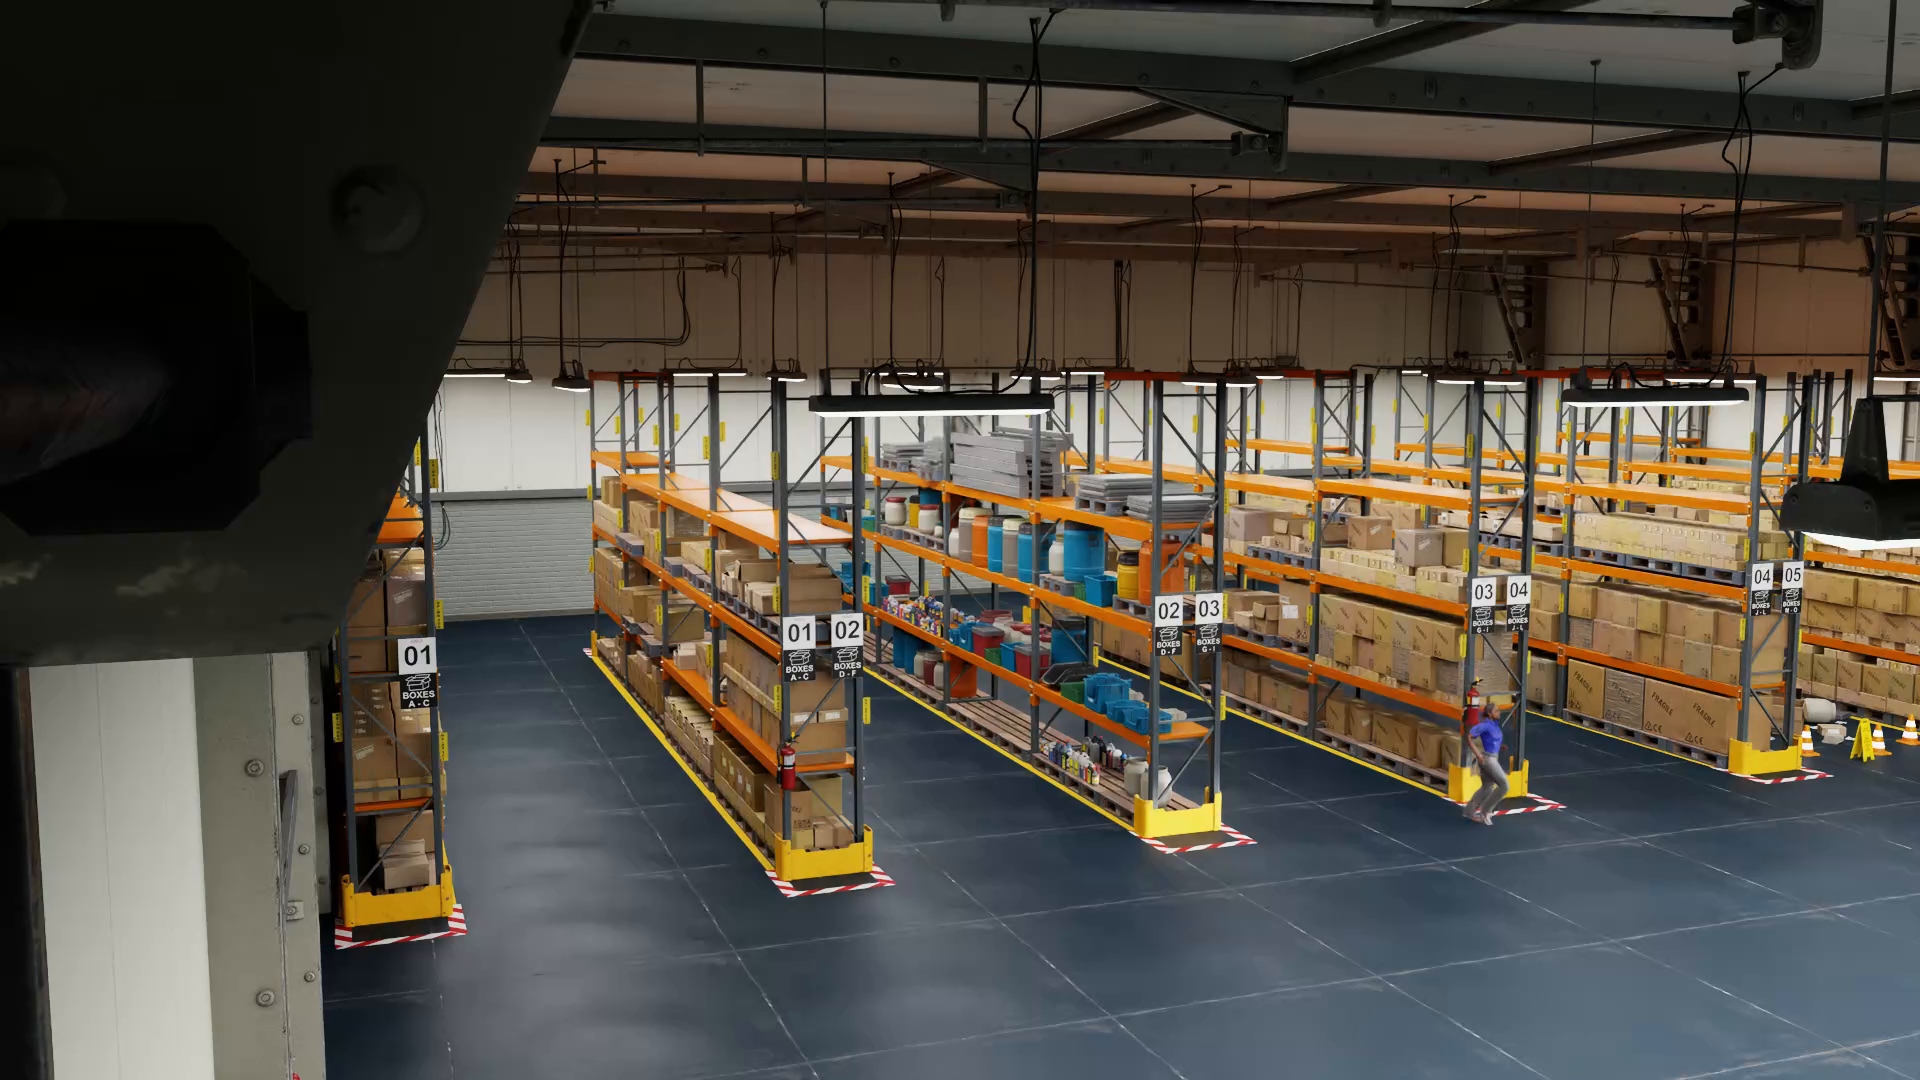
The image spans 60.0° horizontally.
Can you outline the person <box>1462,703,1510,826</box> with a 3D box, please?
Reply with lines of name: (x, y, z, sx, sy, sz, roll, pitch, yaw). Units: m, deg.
person: (7.159, 3.072, 22.505, 0.634, 1.556, 0.561, 4, 7, 29)
